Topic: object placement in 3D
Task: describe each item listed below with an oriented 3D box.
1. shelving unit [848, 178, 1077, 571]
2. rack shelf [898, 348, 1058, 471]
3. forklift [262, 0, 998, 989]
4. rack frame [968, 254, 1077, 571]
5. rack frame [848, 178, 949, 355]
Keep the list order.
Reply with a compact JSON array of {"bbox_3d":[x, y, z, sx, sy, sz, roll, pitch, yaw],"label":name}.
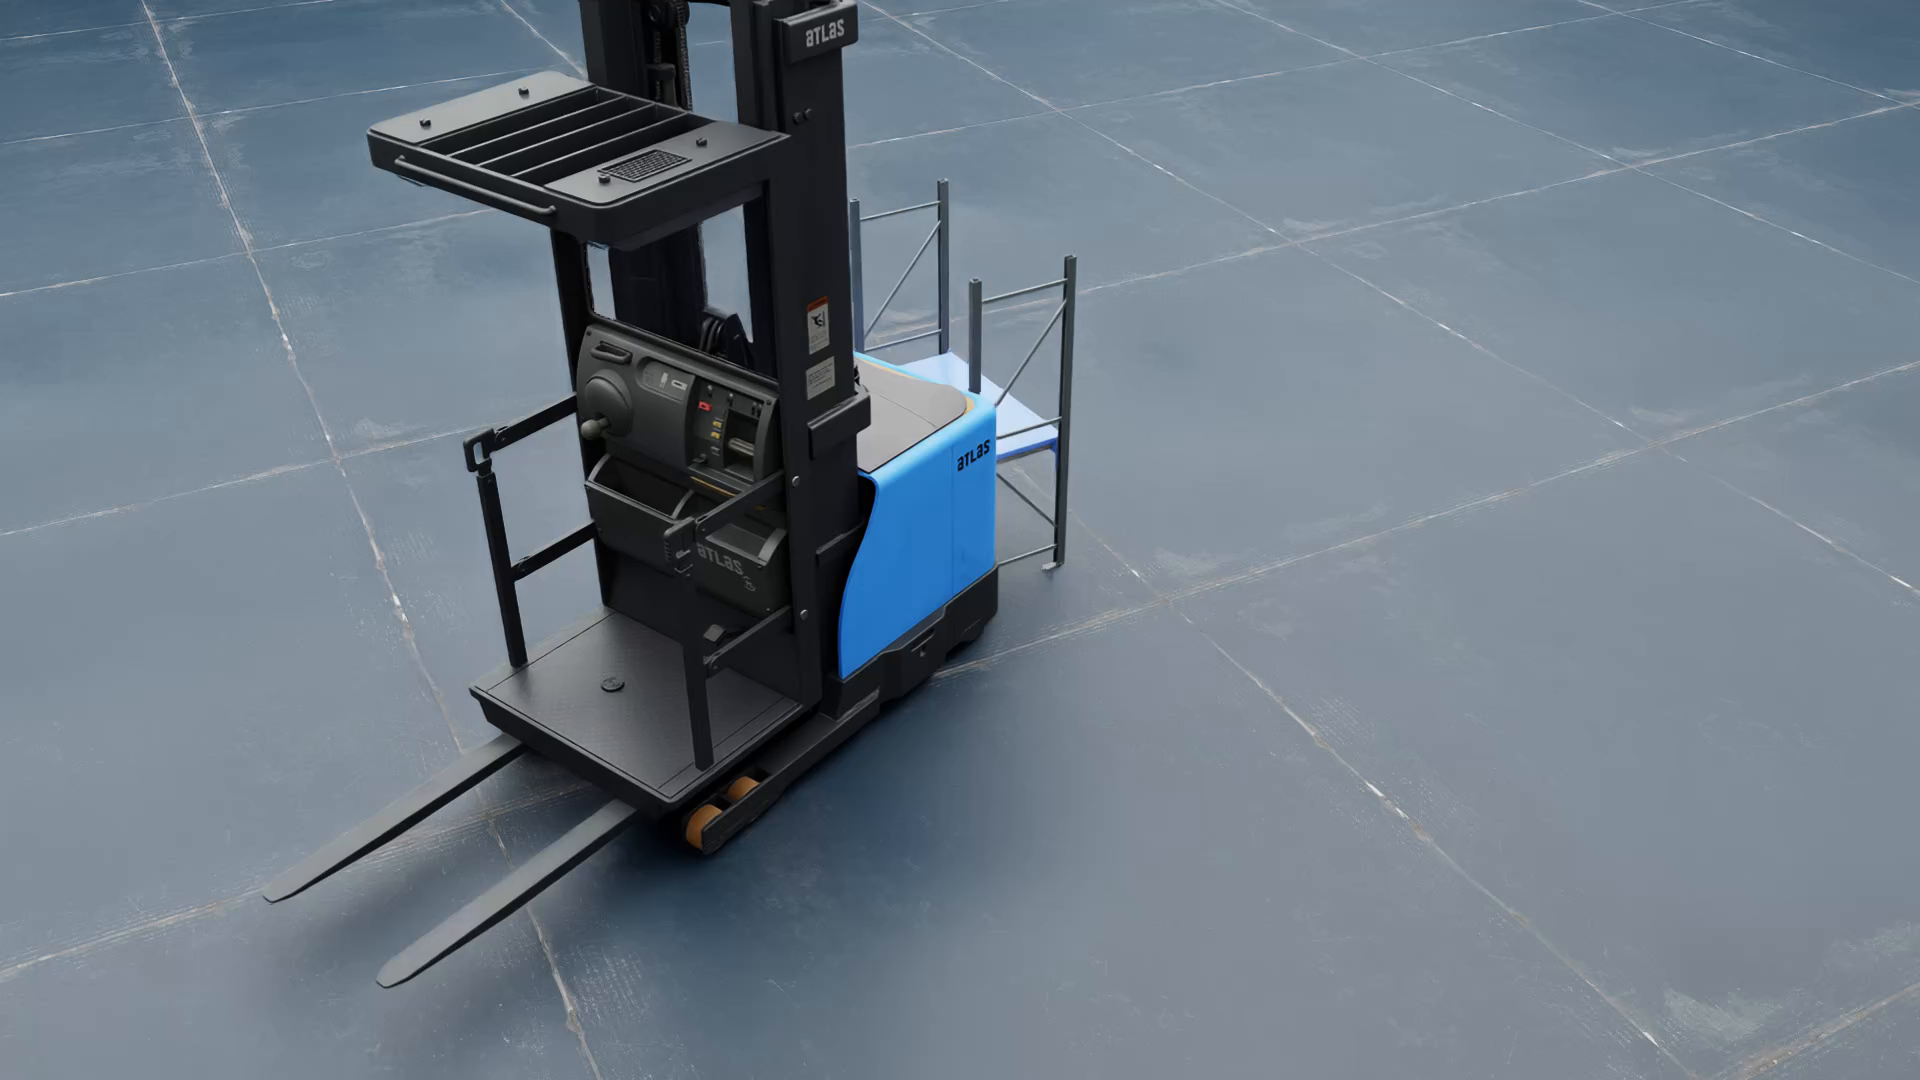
[{"bbox_3d":[-0.008,-0.694,7.442,0.538,1.500,1.048,-18,37,-26],"label":"shelving unit"},{"bbox_3d":[-0.008,-0.542,7.539,0.538,0.185,1.000,-18,37,-26],"label":"rack shelf"},{"bbox_3d":[-1.130,-0.412,5.676,1.130,2.935,3.031,22,39,31],"label":"forklift"},{"bbox_3d":[0.256,-0.459,7.076,0.500,1.500,0.032,-18,37,-26],"label":"rack frame"},{"bbox_3d":[-0.272,-0.928,7.808,0.500,1.500,0.032,-18,37,-26],"label":"rack frame"}]
